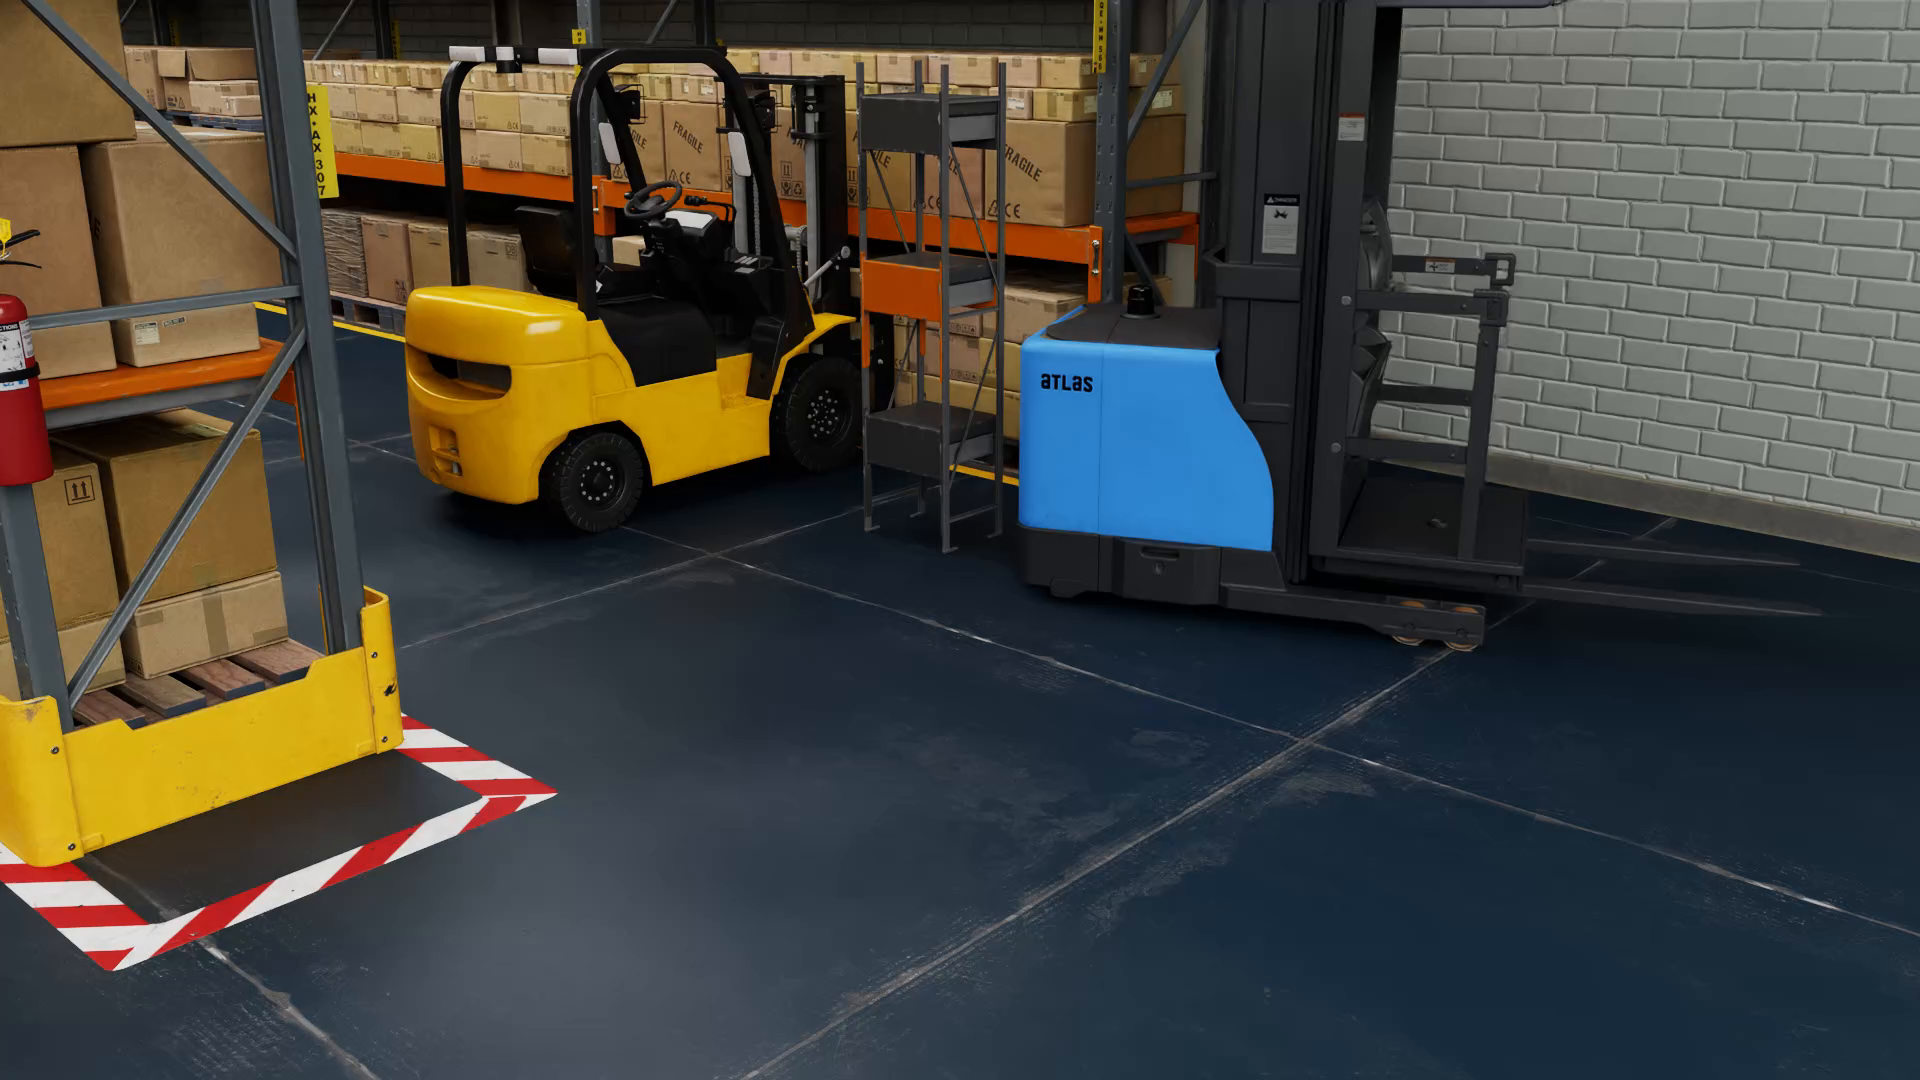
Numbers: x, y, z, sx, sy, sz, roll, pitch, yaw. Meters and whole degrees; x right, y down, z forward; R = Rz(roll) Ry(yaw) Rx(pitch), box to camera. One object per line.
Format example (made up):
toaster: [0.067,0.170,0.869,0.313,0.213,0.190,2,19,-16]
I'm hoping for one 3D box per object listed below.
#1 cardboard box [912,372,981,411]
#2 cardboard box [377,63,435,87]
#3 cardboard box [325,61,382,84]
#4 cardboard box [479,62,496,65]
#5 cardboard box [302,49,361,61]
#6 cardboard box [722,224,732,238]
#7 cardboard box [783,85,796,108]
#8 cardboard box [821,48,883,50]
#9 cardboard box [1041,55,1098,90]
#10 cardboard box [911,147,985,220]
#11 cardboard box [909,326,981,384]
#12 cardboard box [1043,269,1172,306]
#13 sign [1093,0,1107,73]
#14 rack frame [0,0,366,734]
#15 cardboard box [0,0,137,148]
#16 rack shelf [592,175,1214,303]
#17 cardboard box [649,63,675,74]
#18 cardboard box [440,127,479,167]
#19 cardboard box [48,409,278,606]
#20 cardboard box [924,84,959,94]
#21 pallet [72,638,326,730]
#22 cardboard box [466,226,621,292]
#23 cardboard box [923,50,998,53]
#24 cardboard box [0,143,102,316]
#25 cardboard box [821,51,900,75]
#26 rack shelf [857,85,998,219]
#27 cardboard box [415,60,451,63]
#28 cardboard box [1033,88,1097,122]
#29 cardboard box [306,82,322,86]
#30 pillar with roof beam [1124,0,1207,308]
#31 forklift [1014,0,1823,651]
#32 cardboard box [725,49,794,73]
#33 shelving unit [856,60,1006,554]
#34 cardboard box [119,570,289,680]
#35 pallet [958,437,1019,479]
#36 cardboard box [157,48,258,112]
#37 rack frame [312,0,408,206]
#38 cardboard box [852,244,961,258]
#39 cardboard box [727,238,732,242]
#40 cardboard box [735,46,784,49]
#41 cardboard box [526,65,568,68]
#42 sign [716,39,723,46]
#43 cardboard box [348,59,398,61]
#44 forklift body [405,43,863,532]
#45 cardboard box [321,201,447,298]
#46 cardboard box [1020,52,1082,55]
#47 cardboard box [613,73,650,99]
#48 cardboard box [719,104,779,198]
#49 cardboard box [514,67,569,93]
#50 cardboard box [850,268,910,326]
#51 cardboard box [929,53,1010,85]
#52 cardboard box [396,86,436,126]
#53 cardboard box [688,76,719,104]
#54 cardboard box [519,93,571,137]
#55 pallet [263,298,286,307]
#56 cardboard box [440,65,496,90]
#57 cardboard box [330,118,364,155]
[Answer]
cardboard box: [0.090,-0.787,8.983,0.500,0.250,0.500,15,23,39]
cardboard box: [-3.951,-3.348,11.964,0.250,0.149,0.380,16,23,40]
cardboard box: [-4.514,-3.505,12.461,0.250,0.149,0.380,16,24,41]
cardboard box: [-3.428,-3.412,12.166,0.250,0.149,0.380,16,24,41]
cardboard box: [-5.248,-3.765,13.657,0.500,0.500,0.500,16,24,42]
cardboard box: [-1.478,-1.886,10.795,0.500,0.250,0.500,16,23,40]
cardboard box: [-0.768,-2.494,9.273,0.250,0.149,0.380,14,23,38]
cardboard box: [-0.599,-2.814,9.789,0.250,0.149,0.380,15,23,39]
cardboard box: [0.609,-2.295,8.155,0.250,0.149,0.380,15,23,39]
cardboard box: [0.093,-1.965,8.681,0.500,0.500,0.500,16,24,41]
cardboard box: [0.077,-1.030,8.924,0.500,0.250,0.500,15,23,39]
cardboard box: [0.783,-1.278,8.877,0.500,0.250,0.500,15,23,38]
sign: [0.646,-2.317,7.648,0.005,0.325,0.100,15,23,39]
rack frame: [-2.275,-0.648,4.696,0.127,3.000,1.000,15,23,39]
cardboard box: [-2.802,-1.368,4.652,0.500,0.500,0.700,14,23,38]
rack shelf: [-0.479,-1.831,9.611,4.000,0.370,1.077,15,23,39]
cardboard box: [-1.666,-2.915,10.107,0.250,0.149,0.380,15,23,40]
cardboard box: [-3.256,-2.752,11.573,0.500,0.250,0.500,15,23,40]
cardboard box: [-2.713,-0.125,5.657,0.500,0.500,0.500,14,22,37]
cardboard box: [0.029,-2.298,8.656,0.250,0.149,0.380,15,23,39]
pallet: [-2.916,0.494,5.705,1.213,0.211,1.003,15,23,39]
cardboard box: [-2.948,-1.903,11.882,0.625,0.625,0.875,15,23,39]
cardboard box: [0.007,-2.672,9.342,0.250,0.149,0.380,14,23,38]
cardboard box: [-2.864,-0.884,4.783,0.500,0.500,0.500,15,23,38]
cardboard box: [-0.542,-2.602,9.121,0.250,0.149,0.380,15,23,40]
rack shelf: [-0.124,-1.688,7.191,0.480,0.518,0.431,15,23,39]
cardboard box: [-3.936,-3.589,12.725,0.250,0.149,0.380,14,23,38]
cardboard box: [0.572,-2.135,8.143,0.250,0.149,0.380,15,23,40]
cardboard box: [-4.814,-3.395,12.772,0.500,0.250,0.500,15,23,39]
pillar with roof beam: [-1.763,-4.001,5.343,0.400,9.000,9.100,15,23,39]
forklift: [1.800,-1.157,6.413,3.031,2.935,1.130,6,19,18]
cardboard box: [-1.145,-2.741,9.559,0.250,0.149,0.380,15,23,38]
shelving unit: [-0.124,-1.034,7.399,0.503,2.100,0.431,15,23,39]
cardboard box: [-2.695,0.238,5.756,0.500,0.250,0.500,15,23,39]
pallet: [0.417,-0.587,9.113,1.213,0.211,1.003,15,23,39]
cardboard box: [-6.310,-3.914,14.120,0.637,0.503,0.797,14,23,38]
rack frame: [-4.967,-3.378,13.298,0.127,3.000,1.000,15,23,39]
cardboard box: [-0.339,-1.584,9.844,0.500,0.250,0.500,14,23,38]
cardboard box: [-1.446,-1.668,10.108,0.500,0.250,0.500,15,23,39]
cardboard box: [-1.169,-2.968,10.276,0.250,0.149,0.380,15,23,39]
cardboard box: [-2.822,-3.270,11.718,0.250,0.149,0.380,15,23,39]
sign: [-1.608,-3.151,11.021,0.005,0.325,0.100,15,23,39]
cardboard box: [-4.589,-3.716,13.123,0.250,0.149,0.380,16,24,41]
forklift body: [-1.612,-1.336,8.264,1.214,2.155,2.313,15,23,39]
cardboard box: [-4.509,-2.318,13.189,0.625,0.625,0.875,16,24,41]
cardboard box: [0.527,-2.496,8.790,0.250,0.149,0.380,16,23,40]
cardboard box: [-1.911,-2.809,10.265,0.250,0.149,0.380,15,23,38]
cardboard box: [-1.036,-2.272,9.648,0.500,0.500,0.500,15,23,39]
cardboard box: [-2.731,-3.059,11.055,0.250,0.149,0.380,15,23,39]
cardboard box: [-0.304,-1.360,9.138,0.500,0.250,0.500,15,23,40]
cardboard box: [0.053,-2.451,8.646,0.250,0.149,0.380,15,23,40]
cardboard box: [-3.645,-3.094,11.823,0.500,0.250,0.500,15,23,40]
cardboard box: [-1.368,-2.645,9.748,0.250,0.149,0.380,16,23,40]
cardboard box: [-2.512,-2.783,10.843,0.500,0.250,0.500,14,23,38]
pallet: [-5.500,-2.208,14.219,1.213,0.211,1.003,15,23,39]
cardboard box: [-3.353,-3.200,11.499,0.250,0.149,0.380,15,23,40]
cardboard box: [-4.424,-3.060,12.544,0.500,0.250,0.500,14,23,38]
